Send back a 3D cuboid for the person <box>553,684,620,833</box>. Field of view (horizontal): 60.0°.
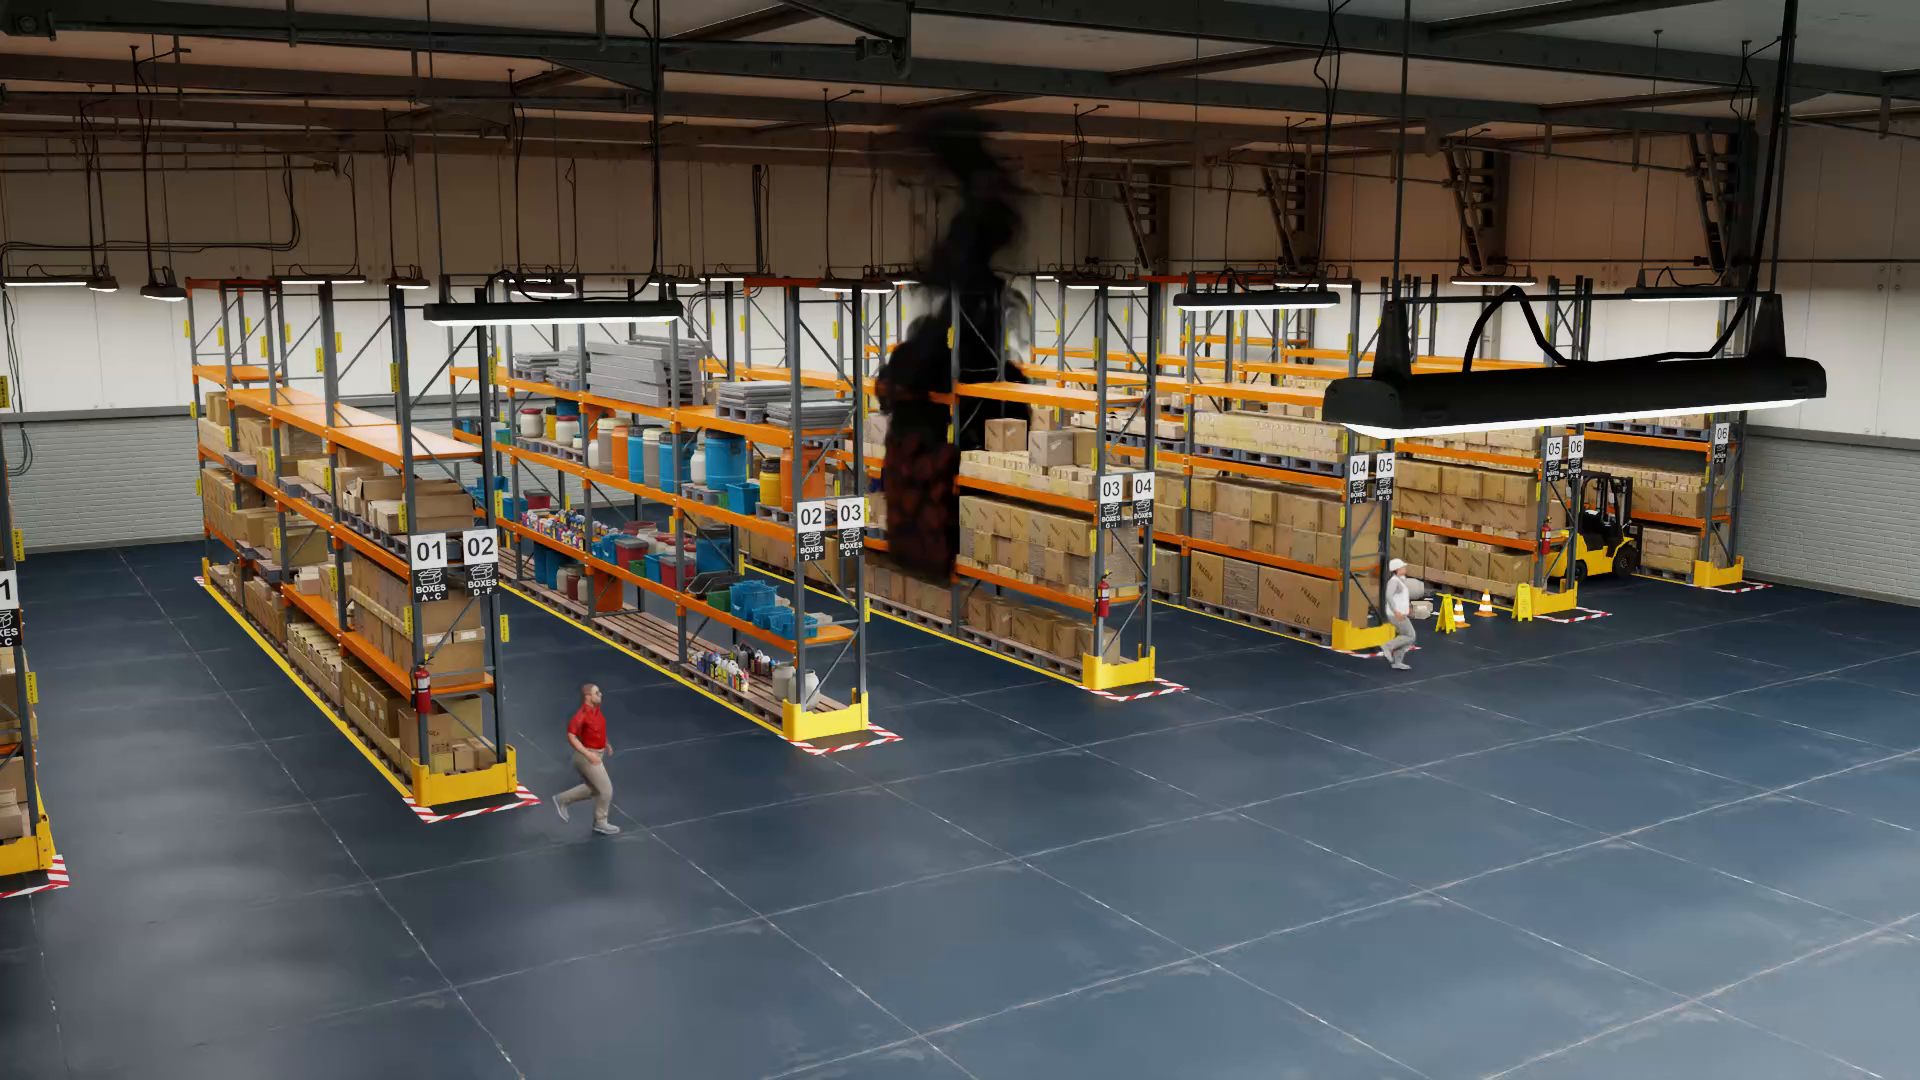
[{"bbox_3d":[-4.197,2.466,18.545,0.778,1.624,0.658,0,10,0],"label":"person"}]

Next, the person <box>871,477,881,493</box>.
[{"bbox_3d":[-2.214,-1.494,42.147,0.632,1.584,0.606,-5,11,-27],"label":"person"}]

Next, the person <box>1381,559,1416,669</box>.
[{"bbox_3d":[6.899,1.145,26.104,0.533,1.699,0.683,2,10,14],"label":"person"}]
